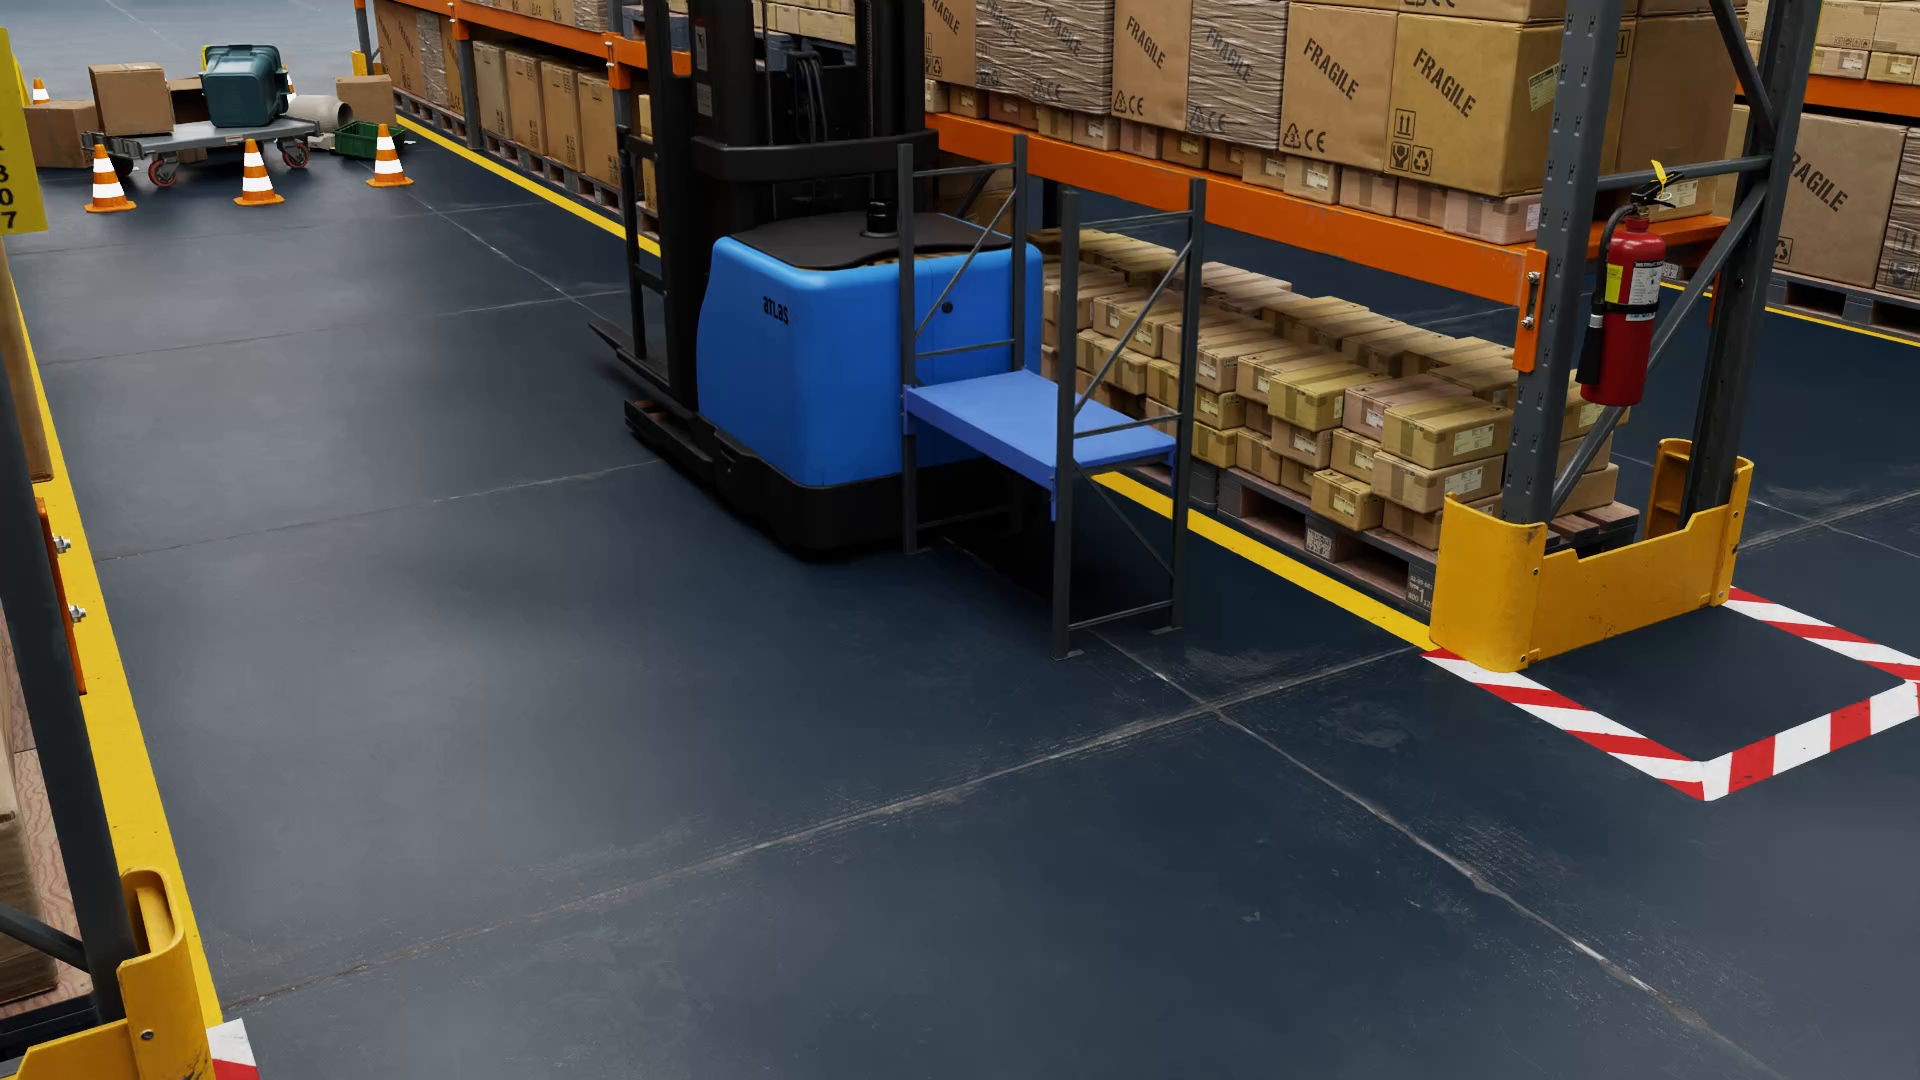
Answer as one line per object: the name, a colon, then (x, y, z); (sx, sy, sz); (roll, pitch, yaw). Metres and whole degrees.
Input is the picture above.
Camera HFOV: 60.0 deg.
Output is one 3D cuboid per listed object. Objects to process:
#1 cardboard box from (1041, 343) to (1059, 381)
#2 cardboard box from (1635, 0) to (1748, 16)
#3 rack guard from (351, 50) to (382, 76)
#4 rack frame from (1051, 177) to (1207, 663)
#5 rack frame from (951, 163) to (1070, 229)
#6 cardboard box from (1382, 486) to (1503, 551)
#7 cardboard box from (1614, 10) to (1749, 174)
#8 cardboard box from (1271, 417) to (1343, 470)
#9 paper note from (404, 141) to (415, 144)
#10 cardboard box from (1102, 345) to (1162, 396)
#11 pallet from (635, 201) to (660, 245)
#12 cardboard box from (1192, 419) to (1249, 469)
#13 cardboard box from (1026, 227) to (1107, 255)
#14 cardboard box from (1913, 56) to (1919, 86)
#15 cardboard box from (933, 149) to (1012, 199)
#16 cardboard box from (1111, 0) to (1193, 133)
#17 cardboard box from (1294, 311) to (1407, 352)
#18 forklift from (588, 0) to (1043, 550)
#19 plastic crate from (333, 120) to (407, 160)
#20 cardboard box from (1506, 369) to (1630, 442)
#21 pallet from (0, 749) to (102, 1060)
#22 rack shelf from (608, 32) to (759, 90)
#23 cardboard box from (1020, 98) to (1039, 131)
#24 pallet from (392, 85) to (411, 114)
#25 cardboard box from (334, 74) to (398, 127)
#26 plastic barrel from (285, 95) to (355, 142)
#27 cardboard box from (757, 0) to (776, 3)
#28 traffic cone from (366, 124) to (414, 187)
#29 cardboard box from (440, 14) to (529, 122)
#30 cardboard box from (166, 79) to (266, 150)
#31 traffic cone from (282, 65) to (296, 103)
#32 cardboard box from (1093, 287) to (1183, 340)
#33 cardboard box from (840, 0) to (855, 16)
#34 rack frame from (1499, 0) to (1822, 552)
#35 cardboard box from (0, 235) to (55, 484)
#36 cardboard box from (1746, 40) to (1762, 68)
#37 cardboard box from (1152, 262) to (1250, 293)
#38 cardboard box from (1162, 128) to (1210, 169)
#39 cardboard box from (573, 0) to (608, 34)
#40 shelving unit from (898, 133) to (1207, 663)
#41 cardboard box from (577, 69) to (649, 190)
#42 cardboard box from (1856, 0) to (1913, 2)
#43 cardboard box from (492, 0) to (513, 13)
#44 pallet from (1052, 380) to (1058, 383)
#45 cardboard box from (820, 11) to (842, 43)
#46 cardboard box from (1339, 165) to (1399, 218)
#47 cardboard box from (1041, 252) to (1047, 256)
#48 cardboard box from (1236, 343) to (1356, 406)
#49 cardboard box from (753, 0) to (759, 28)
cardboard box: (0.504, -0.861, 7.675); (0.380, 0.149, 0.250); (-13, 26, -29)
cardboard box: (2.156, -1.945, 5.257); (0.500, 0.500, 0.500); (-13, 25, -29)
rack guard: (-6.028, -5.130, 18.270); (1.175, 0.500, 0.348); (-13, 25, -28)
rack frame: (0.519, -0.352, 5.186); (0.500, 1.500, 0.032); (-12, 25, -27)
rack frame: (0.114, -2.396, 8.223); (1.000, 3.000, 0.127); (-13, 25, -28)
cardboard box: (1.709, -0.105, 5.816); (0.380, 0.149, 0.250); (-12, 25, -27)
cardboard box: (2.165, -1.484, 5.451); (0.500, 0.500, 0.500); (-11, 25, -26)
cardboard box: (1.375, -0.397, 6.137); (0.380, 0.149, 0.250); (-14, 26, -30)
paper note: (-5.095, -3.654, 15.260); (0.142, 0.020, 0.147); (8, 23, 18)
cardboard box: (0.820, -0.732, 6.963); (0.380, 0.149, 0.250); (-12, 25, -28)
pallet: (-1.532, -2.146, 11.311); (1.003, 0.211, 1.213); (-13, 25, -28)
cardboard box: (1.108, -0.419, 6.588); (0.380, 0.149, 0.250); (-14, 26, -31)
cardboard box: (0.519, -1.481, 8.409); (0.380, 0.149, 0.250); (-12, 25, -27)
cardboard box: (5.227, -2.453, 8.697); (0.380, 0.149, 0.250); (-12, 25, -27)
cardboard box: (-0.037, -2.070, 9.187); (0.500, 0.250, 0.500); (-14, 26, -31)
cardboard box: (0.934, -1.875, 6.413); (0.500, 0.500, 0.500); (-11, 25, -26)
cardboard box: (1.587, -0.814, 6.769); (0.380, 0.149, 0.250); (-12, 25, -26)
forklift: (-0.845, -1.833, 6.928); (1.130, 2.935, 3.031); (-12, 25, -27)
plastic crate: (-5.188, -3.514, 14.632); (0.450, 0.188, 0.662); (9, 22, -4)
cardboard box: (2.181, -0.486, 5.961); (0.380, 0.149, 0.250); (-14, 26, -31)
pallet: (-2.523, 0.932, 3.739); (1.003, 0.211, 1.213); (-13, 25, -28)
rack shelf: (-0.908, -2.710, 9.951); (1.077, 0.370, 4.000); (-13, 25, -28)
cardboard box: (0.488, -1.891, 7.313); (0.380, 0.149, 0.250); (-14, 26, -31)
pallet: (-5.540, -4.745, 17.705); (1.003, 0.211, 1.213); (-13, 25, -28)
cardboard box: (-5.648, -4.134, 15.815); (0.500, 0.500, 0.500); (-8, 23, -19)
plastic barrel: (-5.871, -3.865, 15.257); (0.512, 0.421, 0.421); (4, 22, 9)
cardboard box: (-0.936, -3.129, 9.407); (0.380, 0.149, 0.250); (-12, 25, -28)
traffic cone: (-4.586, -3.086, 13.289); (0.336, 0.463, 0.334); (-13, 25, -28)
cardboard box: (-4.234, -4.413, 15.449); (0.875, 0.875, 0.875); (-12, 25, -27)
cardboard box: (-6.662, -3.820, 14.860); (0.797, 0.637, 0.503); (-13, 25, -28)
traffic cone: (-6.966, -4.660, 17.163); (0.336, 0.463, 0.334); (-13, 25, -28)
cardboard box: (0.796, -0.971, 7.155); (0.380, 0.149, 0.250); (-14, 26, -30)
cardboard box: (-0.395, -2.788, 8.568); (0.380, 0.149, 0.250); (-12, 25, -28)
rack frame: (2.157, -1.101, 5.037); (1.000, 3.000, 0.127); (-13, 25, -28)
cardboard box: (-2.045, -0.373, 3.114); (0.500, 0.500, 0.500); (-13, 25, -29)
cardboard box: (4.700, -2.786, 9.517); (0.380, 0.149, 0.250); (-13, 26, -30)
cardboard box: (1.100, -1.157, 7.613); (0.380, 0.149, 0.250); (-14, 26, -31)
cardboard box: (1.016, -1.553, 6.482); (0.380, 0.149, 0.250); (-12, 25, -27)
cardboard box: (-2.391, -3.831, 11.622); (0.500, 0.500, 0.500); (-13, 25, -28)
shelving unit: (0.266, -0.518, 5.595); (0.538, 1.500, 1.048); (-12, 25, -27)
cardboard box: (-2.163, -3.058, 12.281); (1.050, 0.750, 0.750); (-13, 25, -29)
cardboard box: (4.969, -3.201, 9.010); (0.500, 0.500, 0.500); (-14, 26, -30)
cardboard box: (-3.424, -4.485, 13.228); (0.500, 0.500, 0.500); (-13, 25, -29)
pallet: (0.487, -0.894, 8.230); (1.003, 0.211, 1.213); (-13, 25, -28)
cardboard box: (-0.518, -2.730, 8.820); (0.380, 0.149, 0.250); (-13, 25, -28)
cardboard box: (1.512, -1.202, 5.619); (0.380, 0.149, 0.250); (-13, 25, -29)
cardboard box: (0.201, -1.294, 7.949); (0.380, 0.149, 0.250); (-11, 25, -26)
cardboard box: (1.270, -0.621, 6.294); (0.380, 0.149, 0.250); (-14, 26, -30)
cardboard box: (-1.064, -3.072, 9.662); (0.380, 0.149, 0.250); (-14, 26, -30)
